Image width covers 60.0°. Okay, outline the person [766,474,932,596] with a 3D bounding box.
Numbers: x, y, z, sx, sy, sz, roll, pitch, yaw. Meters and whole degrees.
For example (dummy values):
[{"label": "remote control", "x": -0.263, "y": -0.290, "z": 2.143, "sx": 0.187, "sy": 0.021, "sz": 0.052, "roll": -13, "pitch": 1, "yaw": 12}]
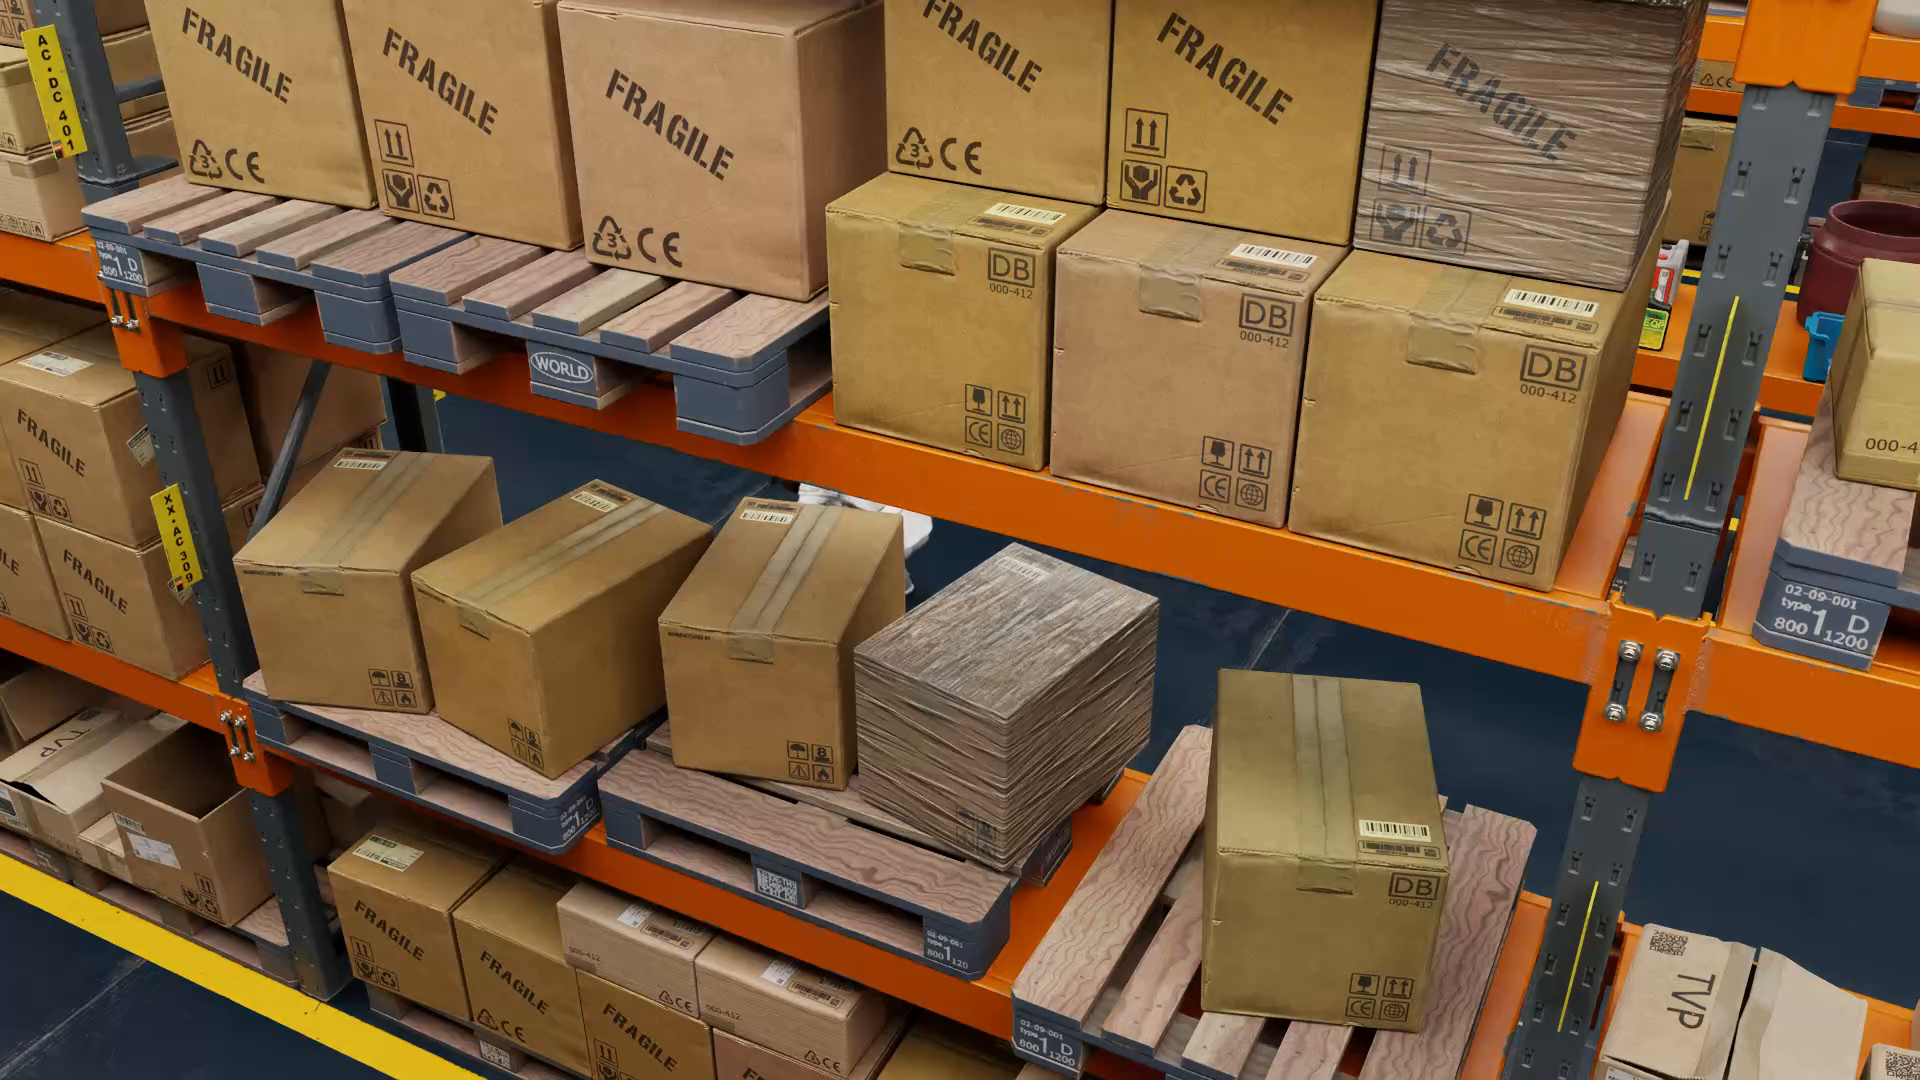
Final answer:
[{"label": "person", "x": -0.568, "y": -0.081, "z": 8.131, "sx": 0.870, "sy": 0.848, "sz": 0.476, "roll": 15, "pitch": 33, "yaw": 23}]
